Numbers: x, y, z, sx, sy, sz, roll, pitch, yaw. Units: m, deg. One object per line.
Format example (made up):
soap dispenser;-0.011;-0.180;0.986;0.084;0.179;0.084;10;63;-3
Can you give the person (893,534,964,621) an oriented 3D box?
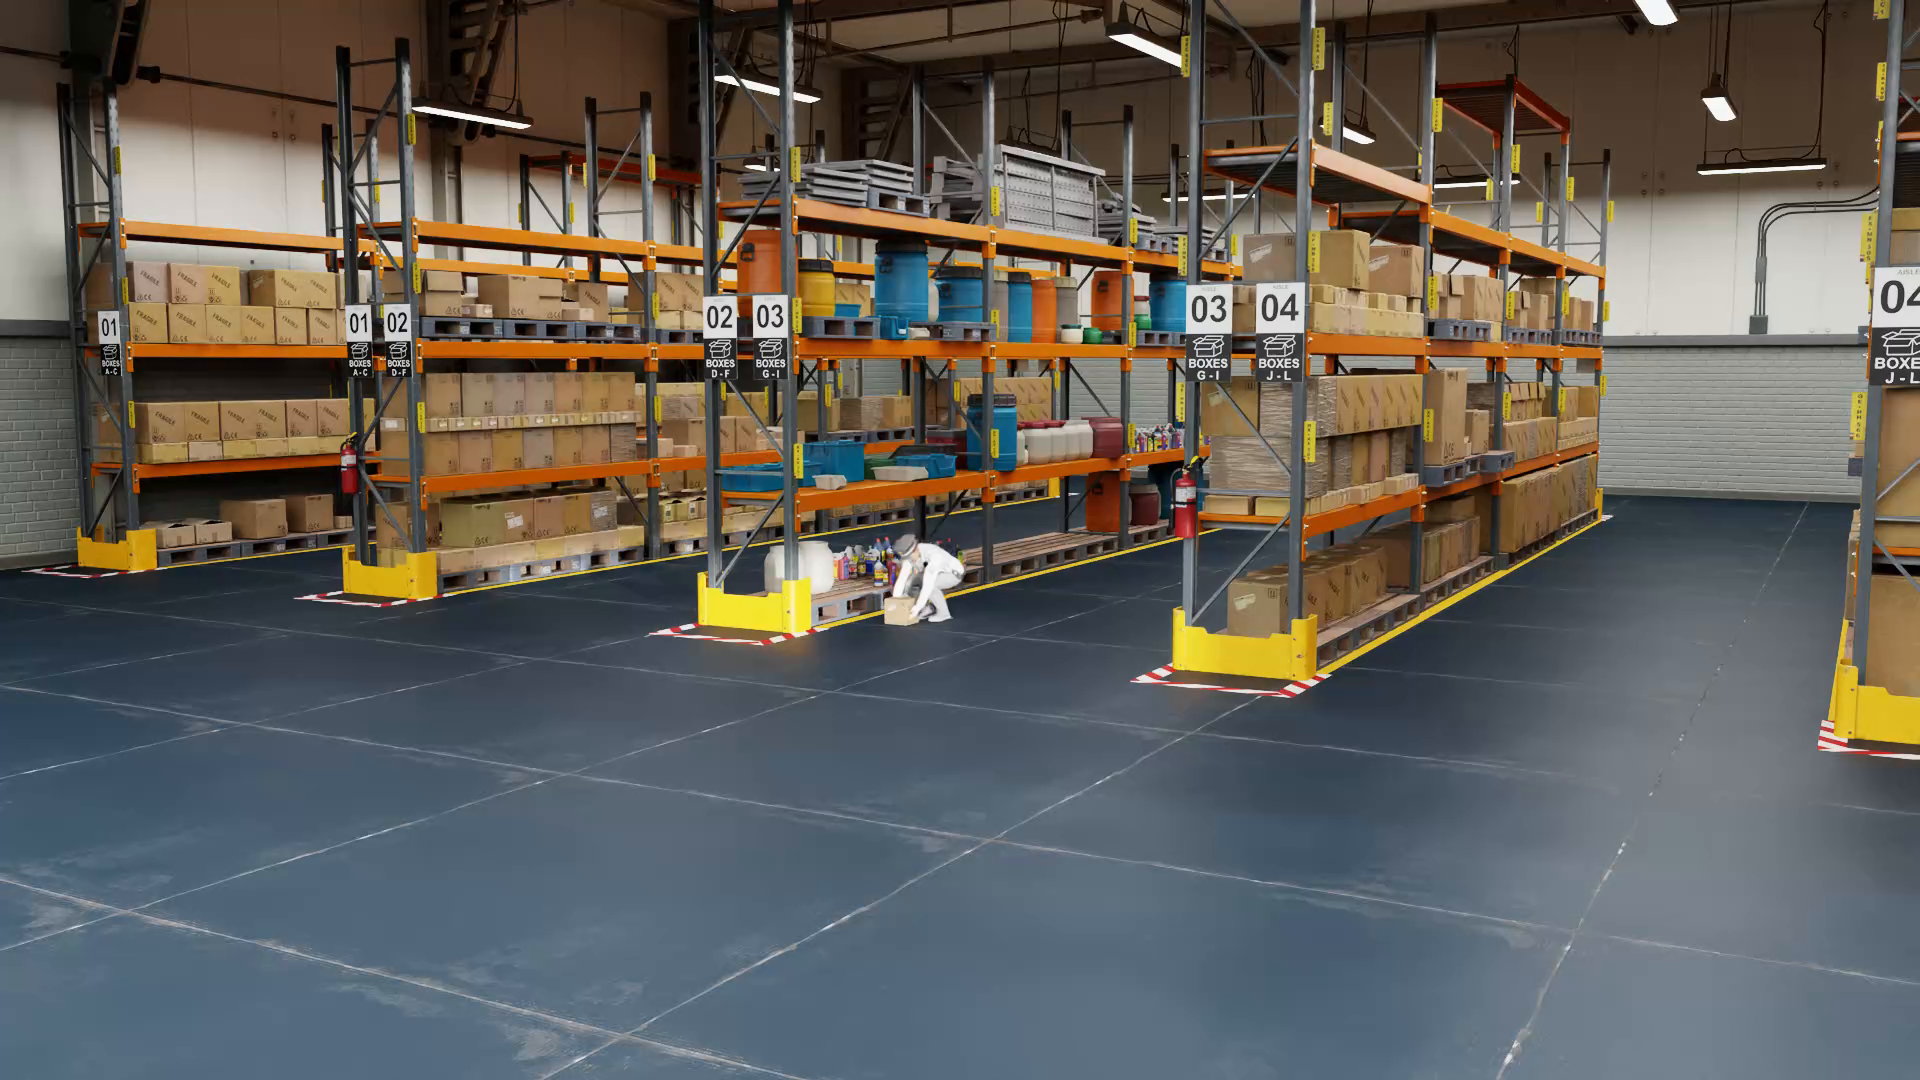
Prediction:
person;-0.332;0.364;16.596;0.854;0.900;0.473;-6;8;-42
